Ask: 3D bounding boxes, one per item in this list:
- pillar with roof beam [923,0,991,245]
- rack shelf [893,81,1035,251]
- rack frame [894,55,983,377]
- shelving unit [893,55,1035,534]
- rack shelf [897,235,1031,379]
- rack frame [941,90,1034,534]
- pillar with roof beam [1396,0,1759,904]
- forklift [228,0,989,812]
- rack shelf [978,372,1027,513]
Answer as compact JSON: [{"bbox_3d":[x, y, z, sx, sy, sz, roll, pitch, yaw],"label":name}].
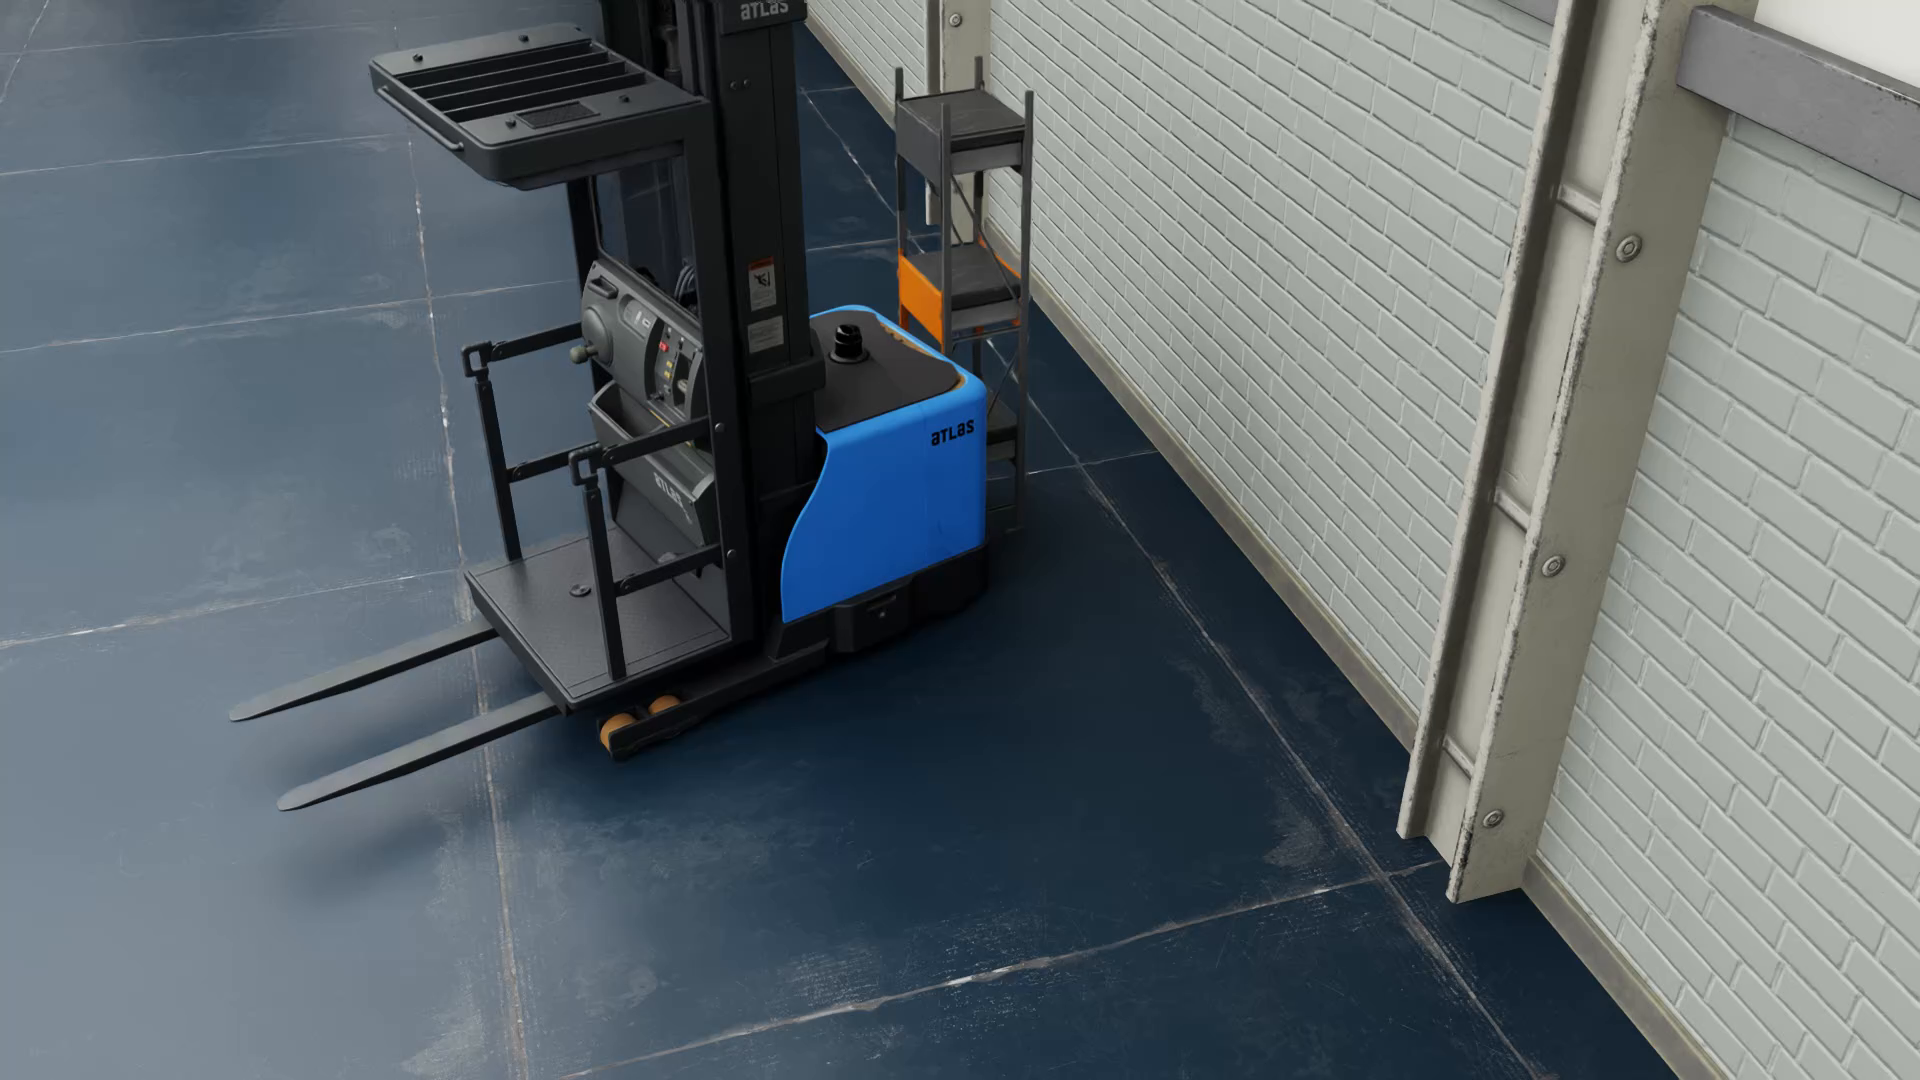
[{"bbox_3d":[-4.117,-5.036,7.208,9.100,9.000,0.400,-10,35,-15],"label":"pillar with roof beam"},{"bbox_3d":[0.012,-1.579,6.991,0.431,0.518,0.480,-14,36,-20],"label":"rack shelf"},{"bbox_3d":[-0.088,-1.130,7.555,0.400,2.100,0.015,-14,36,-20],"label":"rack frame"},{"bbox_3d":[0.012,-1.007,7.369,0.431,2.100,0.503,-14,36,-20],"label":"shelving unit"},{"bbox_3d":[0.012,-0.995,7.377,0.431,0.518,0.480,-14,36,-20],"label":"rack shelf"},{"bbox_3d":[0.111,-0.884,7.183,0.400,2.100,0.015,-14,36,-20],"label":"rack frame"},{"bbox_3d":[-2.287,-1.886,2.441,9.100,9.000,0.400,-10,35,-15],"label":"pillar with roof beam"},{"bbox_3d":[-1.370,-0.710,6.166,3.031,2.935,1.130,-21,39,-29],"label":"forklift"},{"bbox_3d":[0.012,-0.411,7.762,0.431,0.518,0.480,-14,36,-20],"label":"rack shelf"}]
